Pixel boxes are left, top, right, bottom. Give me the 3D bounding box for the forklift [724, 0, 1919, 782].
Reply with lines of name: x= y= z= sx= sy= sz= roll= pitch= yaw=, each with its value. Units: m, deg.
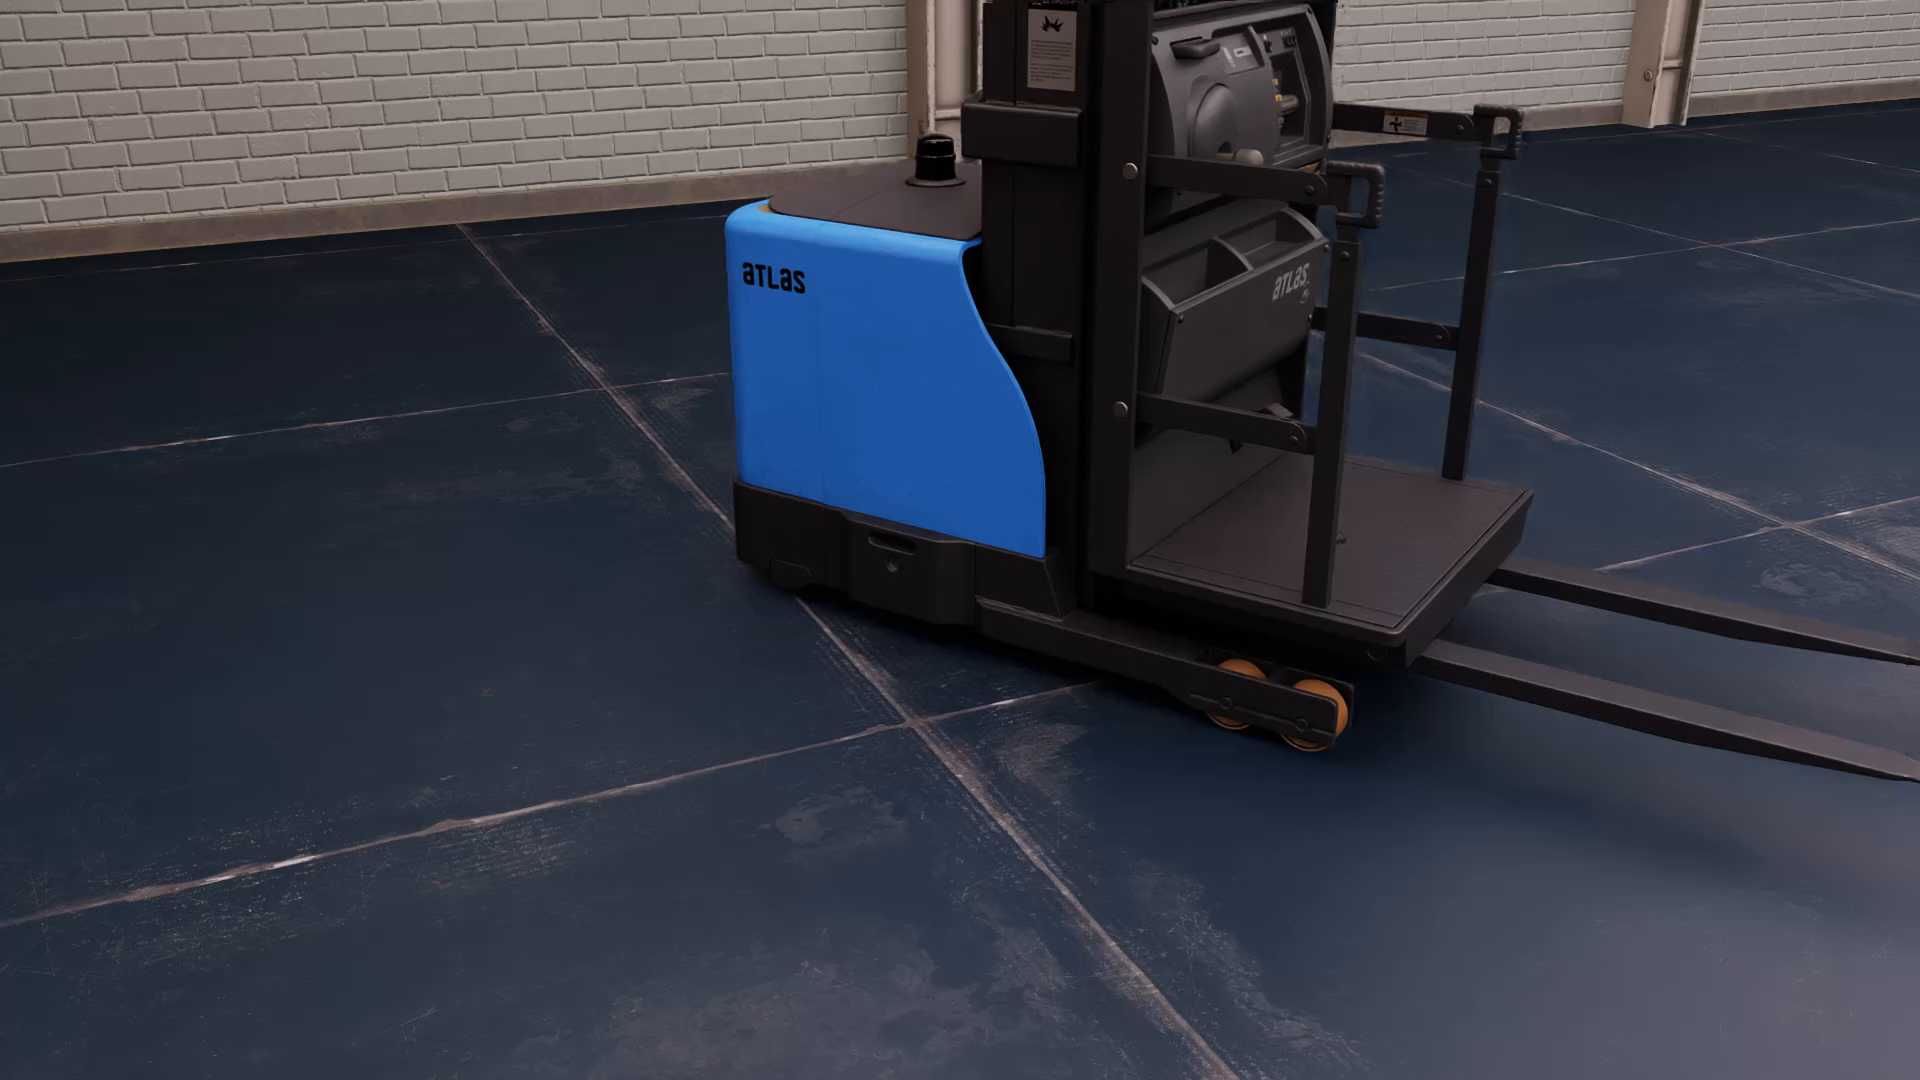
forklift: x=0.865 y=-1.088 z=3.905 sx=3.031 sy=2.935 sz=1.130 roll=14 pitch=26 yaw=30
